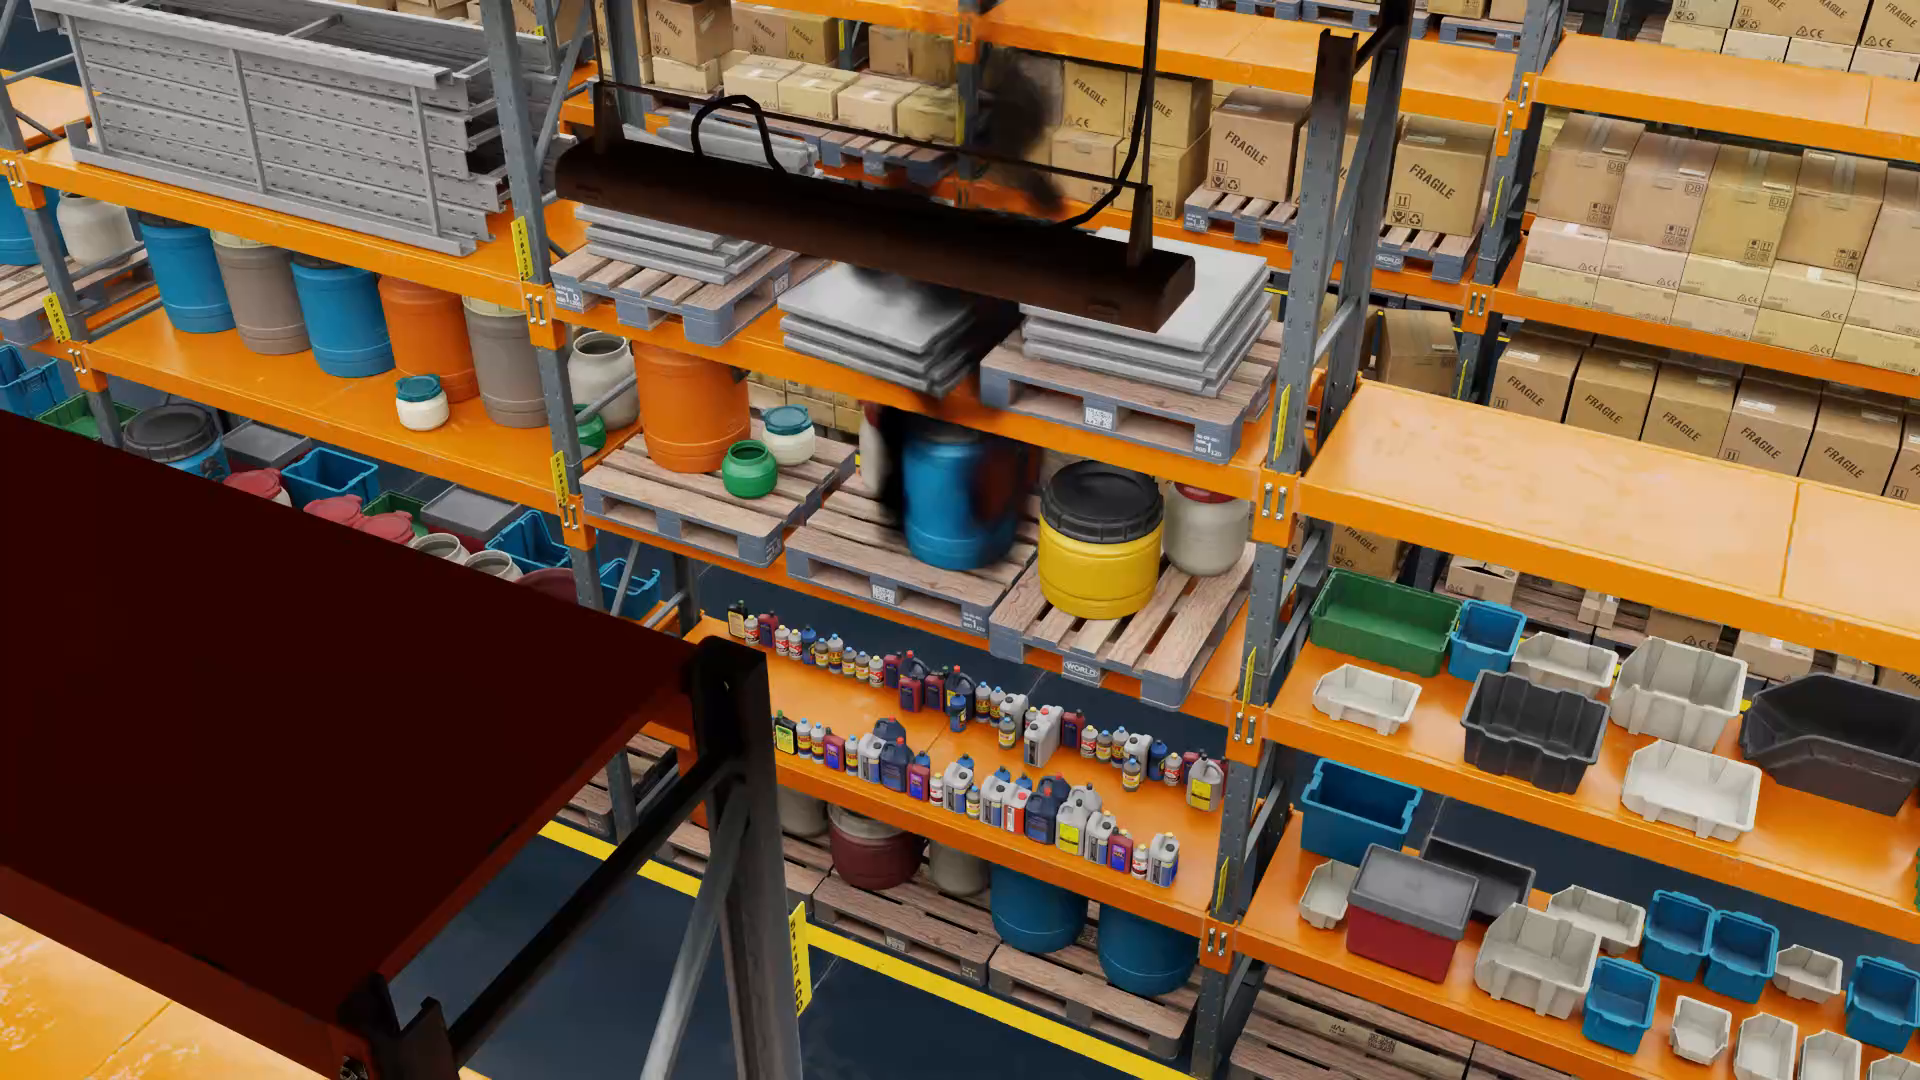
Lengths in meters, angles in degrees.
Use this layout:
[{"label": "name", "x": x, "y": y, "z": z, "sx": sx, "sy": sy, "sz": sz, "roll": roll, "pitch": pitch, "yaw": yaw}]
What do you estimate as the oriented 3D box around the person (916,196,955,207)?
[{"label": "person", "x": -0.125, "y": -2.913, "z": 16.491, "sx": 0.840, "sy": 1.856, "sz": 0.703, "roll": 12, "pitch": 37, "yaw": 16}]
